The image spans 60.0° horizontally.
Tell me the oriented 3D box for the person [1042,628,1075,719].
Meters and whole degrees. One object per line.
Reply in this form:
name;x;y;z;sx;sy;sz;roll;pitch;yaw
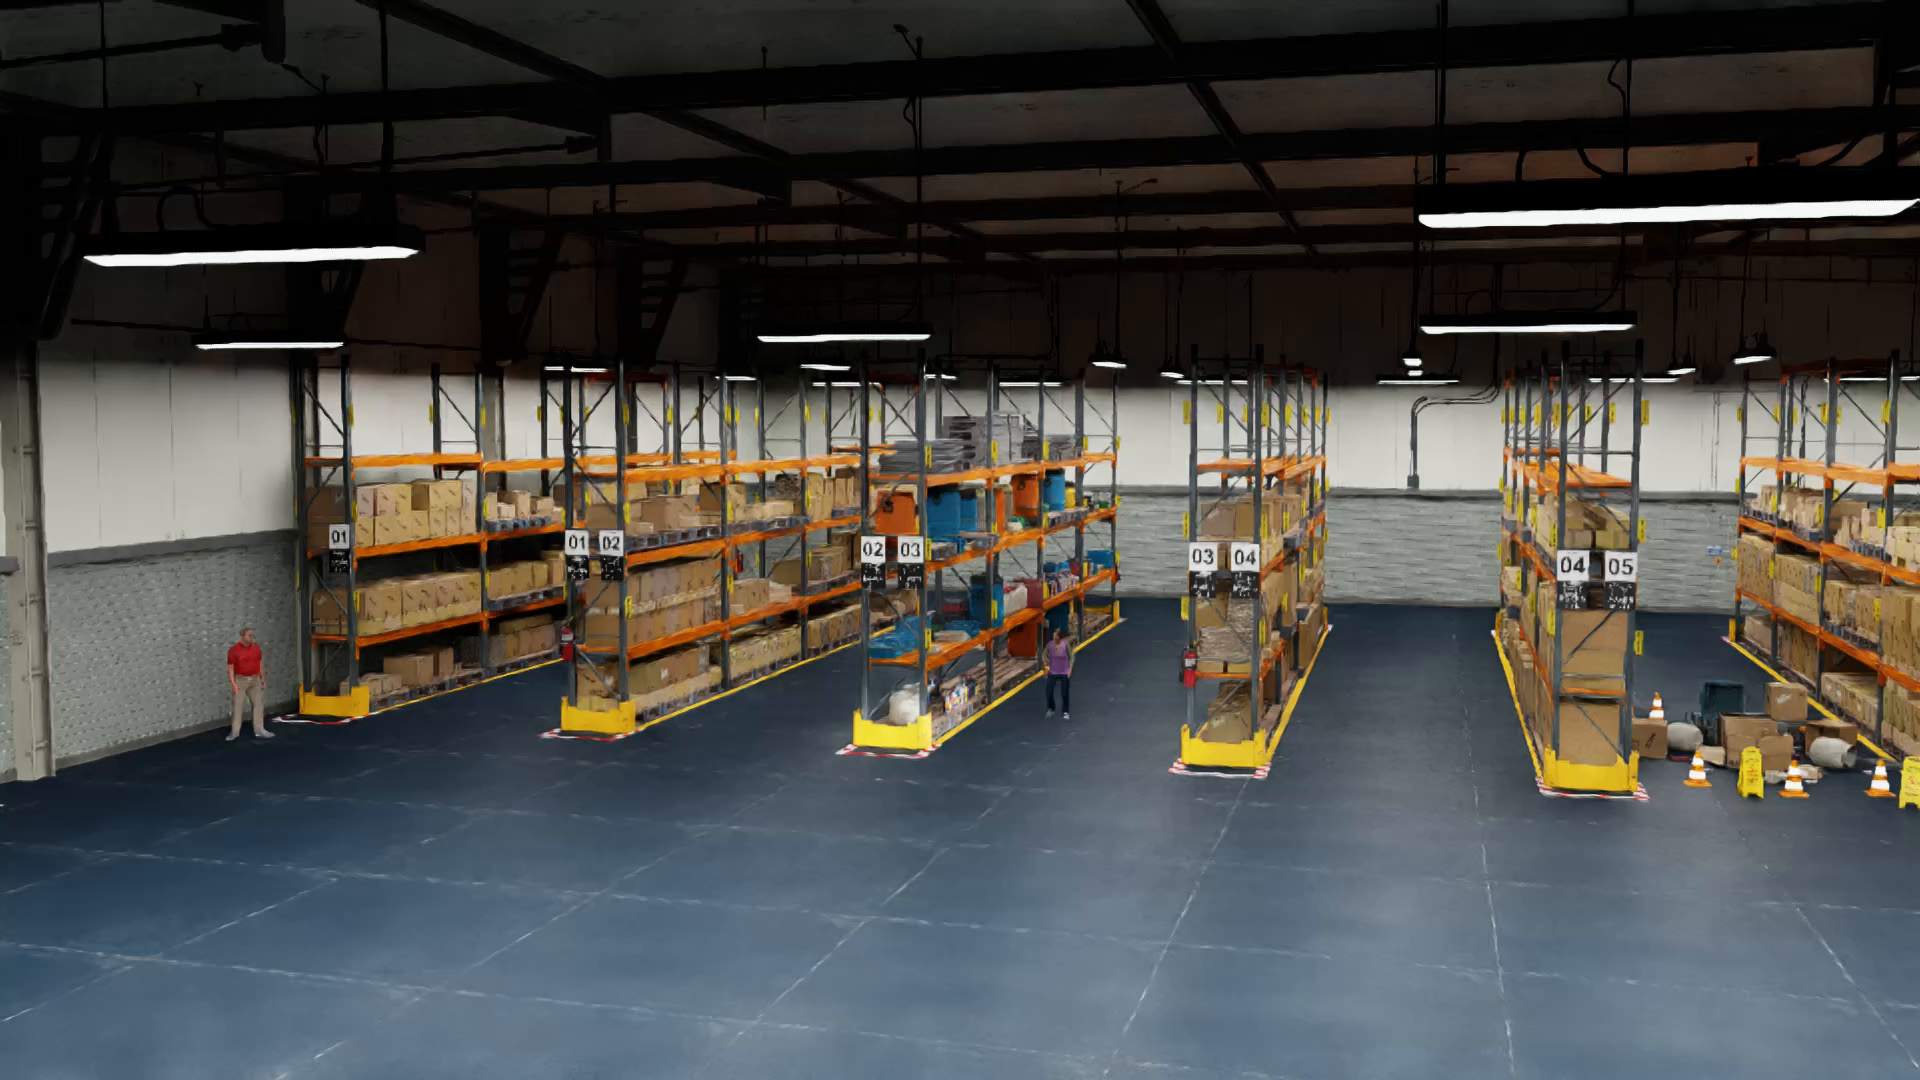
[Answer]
person;1.620;2.187;27.375;0.566;1.540;0.516;1;4;13

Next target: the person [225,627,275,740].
person;-11.025;2.208;25.685;0.481;1.730;0.660;4;6;41

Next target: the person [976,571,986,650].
person;0.491;1.484;35.592;0.577;1.665;0.560;4;6;41
